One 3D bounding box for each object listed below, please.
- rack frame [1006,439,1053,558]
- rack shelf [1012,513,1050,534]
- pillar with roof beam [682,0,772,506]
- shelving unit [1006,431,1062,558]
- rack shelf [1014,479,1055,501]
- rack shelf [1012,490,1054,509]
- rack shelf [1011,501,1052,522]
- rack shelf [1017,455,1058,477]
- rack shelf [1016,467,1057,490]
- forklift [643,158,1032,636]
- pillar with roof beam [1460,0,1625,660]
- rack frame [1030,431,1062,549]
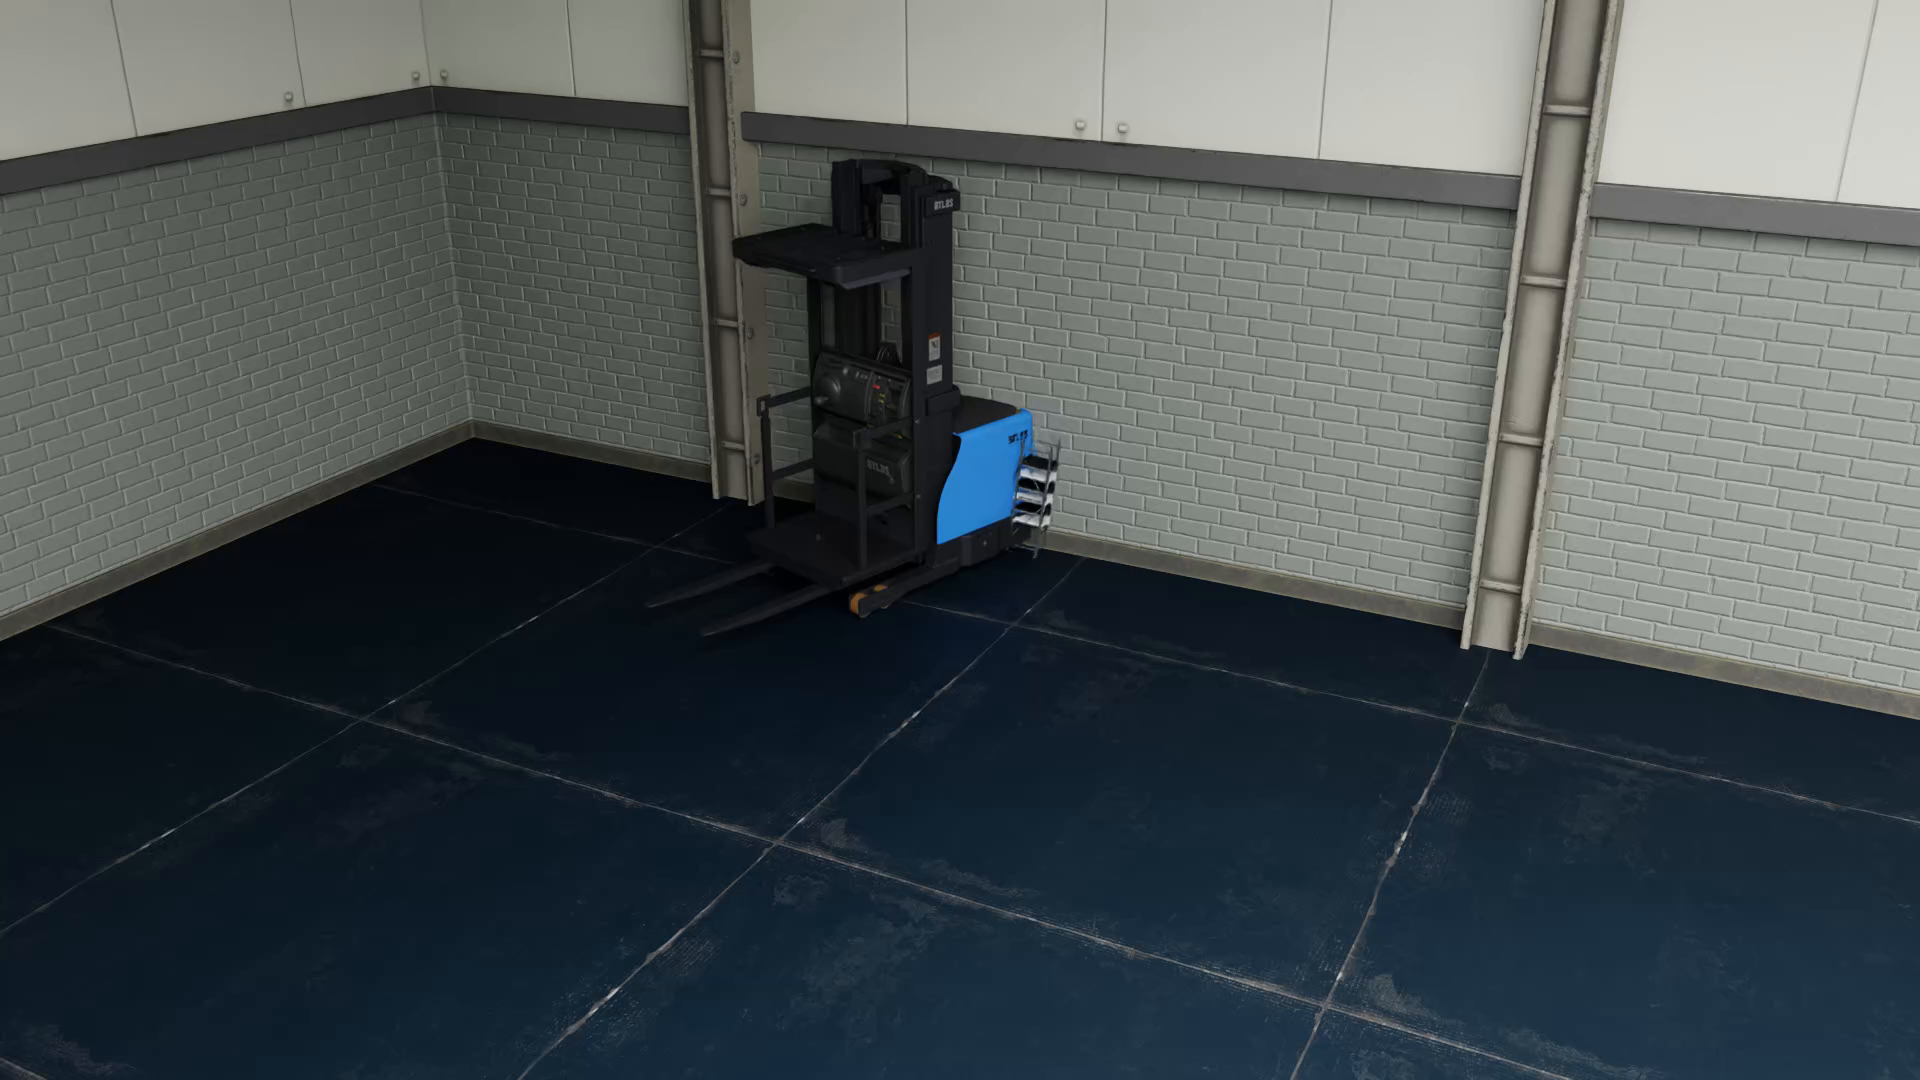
[{"bbox_3d":[0.513,-0.298,12.286,0.240,0.900,0.006,15,25,16],"label":"rack frame"},{"bbox_3d":[0.523,-0.141,12.463,0.258,0.077,0.200,15,25,16],"label":"rack shelf"},{"bbox_3d":[-3.719,-2.998,8.328,0.400,9.000,9.100,11,25,25],"label":"pillar with roof beam"},{"bbox_3d":[0.548,-0.334,12.375,0.258,0.900,0.210,15,25,16],"label":"shelving unit"},{"bbox_3d":[0.555,-0.385,12.351,0.258,0.077,0.200,15,25,16],"label":"rack shelf"},{"bbox_3d":[0.544,-0.304,12.388,0.258,0.077,0.200,15,25,16],"label":"rack shelf"},{"bbox_3d":[0.533,-0.222,12.426,0.258,0.077,0.200,15,25,16],"label":"rack shelf"},{"bbox_3d":[0.576,-0.547,12.277,0.258,0.077,0.200,15,25,16],"label":"rack shelf"},{"bbox_3d":[0.565,-0.466,12.314,0.258,0.077,0.200,15,25,16],"label":"rack shelf"},{"bbox_3d":[-0.838,-1.041,11.480,1.130,2.935,3.031,21,31,40],"label":"forklift"},{"bbox_3d":[1.636,-1.939,5.836,0.400,9.000,9.100,11,25,25],"label":"pillar with roof beam"},{"bbox_3d":[0.583,-0.370,12.463,0.240,0.900,0.006,15,25,16],"label":"rack frame"}]
